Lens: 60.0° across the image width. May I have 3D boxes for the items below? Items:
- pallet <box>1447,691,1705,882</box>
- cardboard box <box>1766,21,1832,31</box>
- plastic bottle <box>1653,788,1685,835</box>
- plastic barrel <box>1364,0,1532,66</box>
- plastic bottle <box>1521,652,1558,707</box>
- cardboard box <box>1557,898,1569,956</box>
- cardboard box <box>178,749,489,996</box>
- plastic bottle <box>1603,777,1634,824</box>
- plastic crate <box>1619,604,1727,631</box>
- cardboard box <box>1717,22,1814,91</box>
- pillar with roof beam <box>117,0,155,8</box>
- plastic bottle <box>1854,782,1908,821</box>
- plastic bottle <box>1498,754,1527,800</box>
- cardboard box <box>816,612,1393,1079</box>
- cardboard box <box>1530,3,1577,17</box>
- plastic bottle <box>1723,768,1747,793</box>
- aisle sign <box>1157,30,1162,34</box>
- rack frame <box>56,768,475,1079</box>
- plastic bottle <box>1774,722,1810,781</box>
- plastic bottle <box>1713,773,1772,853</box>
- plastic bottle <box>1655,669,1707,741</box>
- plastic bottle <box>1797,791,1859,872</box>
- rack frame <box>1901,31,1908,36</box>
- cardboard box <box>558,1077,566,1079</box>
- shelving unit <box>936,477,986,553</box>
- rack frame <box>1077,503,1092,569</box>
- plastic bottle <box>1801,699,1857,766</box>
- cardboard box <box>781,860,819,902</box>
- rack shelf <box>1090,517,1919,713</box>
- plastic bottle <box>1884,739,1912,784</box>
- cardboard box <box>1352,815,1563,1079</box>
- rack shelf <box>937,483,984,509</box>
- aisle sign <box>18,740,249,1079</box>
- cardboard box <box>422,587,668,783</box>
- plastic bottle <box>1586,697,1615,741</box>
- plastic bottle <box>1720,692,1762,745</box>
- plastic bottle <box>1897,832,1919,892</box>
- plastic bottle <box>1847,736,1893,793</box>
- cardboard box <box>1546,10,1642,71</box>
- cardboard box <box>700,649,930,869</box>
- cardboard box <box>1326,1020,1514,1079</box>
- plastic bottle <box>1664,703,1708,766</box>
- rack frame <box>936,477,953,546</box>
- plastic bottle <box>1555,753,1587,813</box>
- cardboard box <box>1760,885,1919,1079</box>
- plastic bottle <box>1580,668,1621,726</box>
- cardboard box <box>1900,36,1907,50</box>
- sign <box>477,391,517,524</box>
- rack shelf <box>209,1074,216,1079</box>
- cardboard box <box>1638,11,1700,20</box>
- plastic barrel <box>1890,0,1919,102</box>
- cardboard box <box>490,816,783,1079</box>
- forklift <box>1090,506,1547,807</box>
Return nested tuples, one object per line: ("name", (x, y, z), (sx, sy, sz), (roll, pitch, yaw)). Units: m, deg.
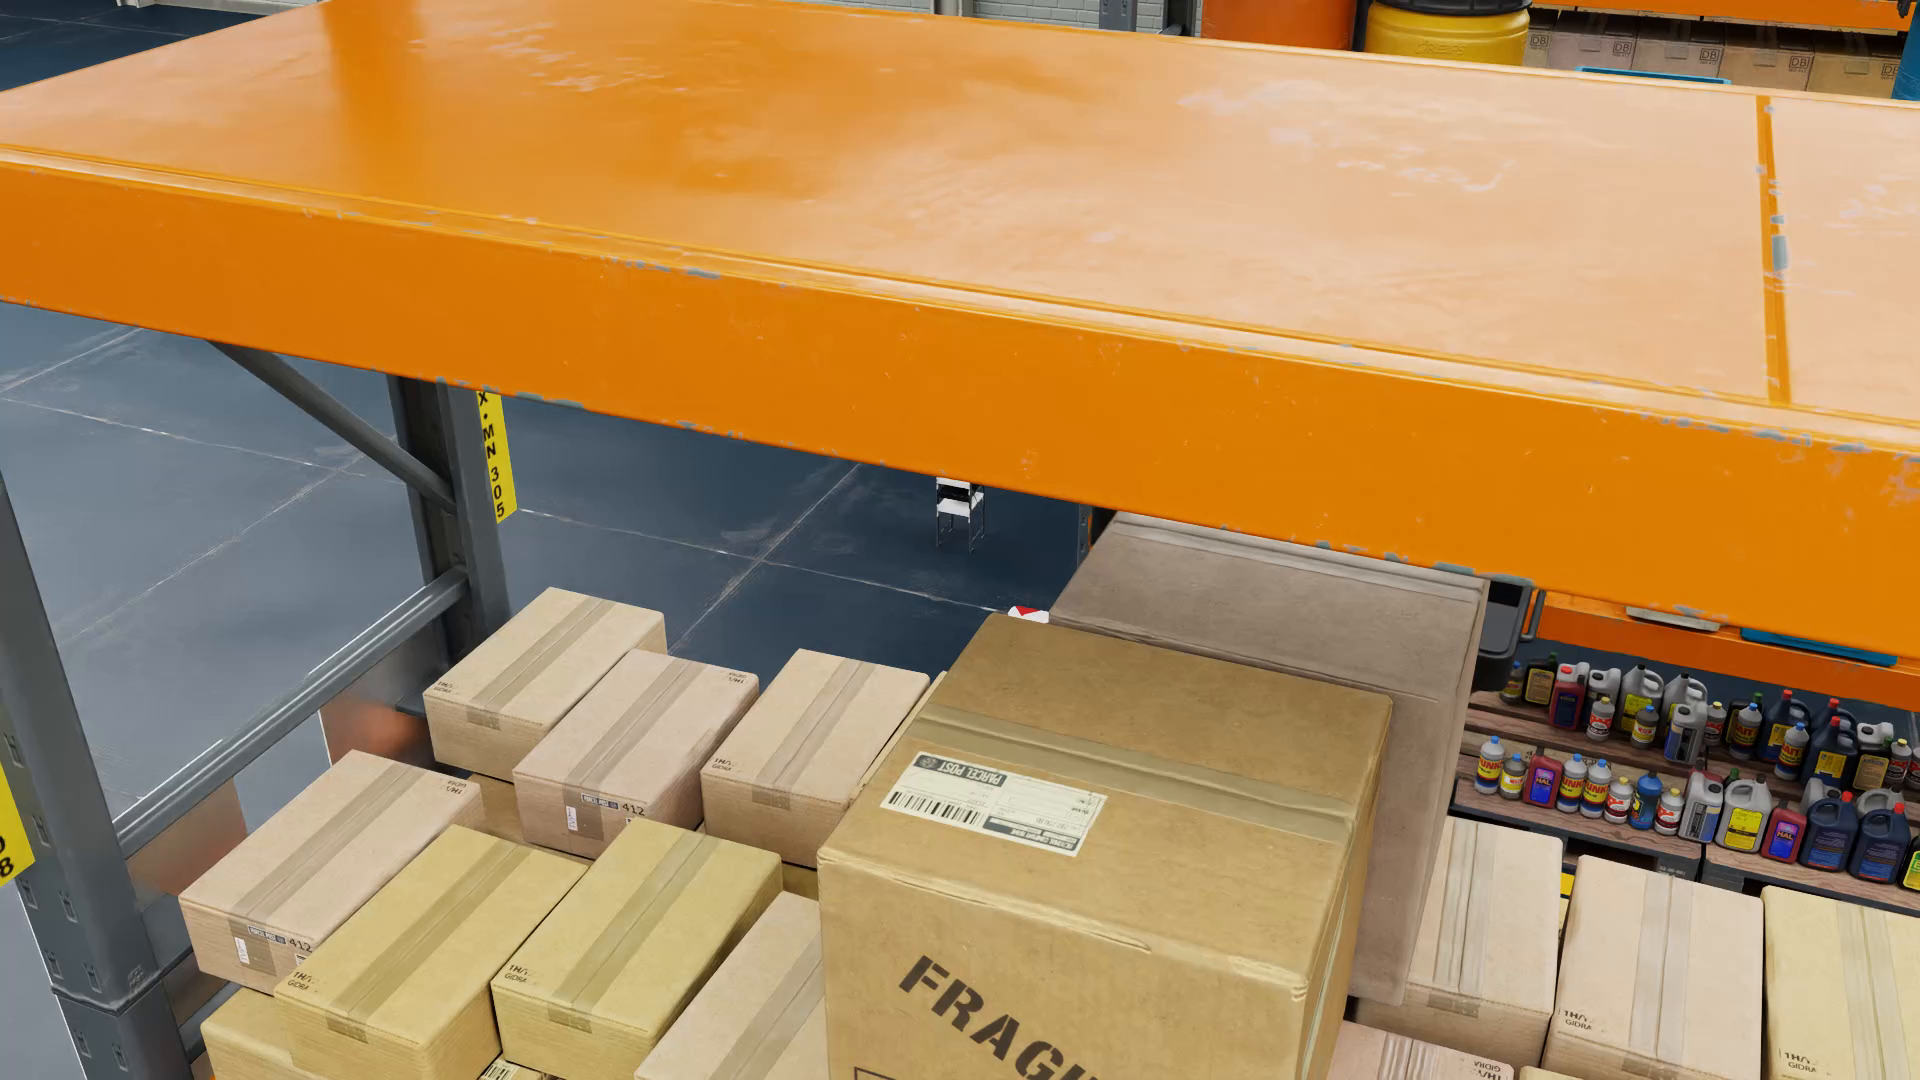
("pallet", (2.730, 1.089, 7.608), (1.213, 0.211, 1.003), (11, 31, 19))
("cardboard box", (7.177, -4.580, 14.174), (0.500, 0.500, 0.500), (11, 31, 19))
("plastic bottle", (3.020, 1.146, 7.071), (0.097, 0.201, 0.097), (0, 29, 0))
("plastic barrel", (1.869, -1.914, 6.421), (0.600, 0.588, 0.600), (0, 29, 0))
("plastic bottle", (2.747, 0.648, 7.869), (0.133, 0.283, 0.061), (12, 32, 20))
("cardboard box", (0.848, 0.775, 2.434), (0.500, 0.250, 0.500), (11, 31, 18))
("cardboard box", (-0.929, 0.504, 2.508), (0.250, 0.149, 0.380), (11, 31, 19))
("plastic bottle", (2.830, 1.108, 7.138), (0.097, 0.201, 0.097), (0, 29, 0))
("plastic crate", (2.872, 0.174, 6.663), (0.437, 0.136, 0.530), (11, 31, 19))
("cardboard box", (4.991, -2.888, 10.390), (0.500, 0.500, 0.700), (11, 31, 19))
("pillar with roof beam", (-12.834, -9.257, 16.983), (0.400, 9.000, 9.100), (11, 31, 19))
("plastic bottle", (3.821, 1.152, 6.909), (0.185, 0.351, 0.144), (11, 31, 19))
("plastic bottle", (2.424, 1.027, 7.281), (0.097, 0.201, 0.097), (0, 29, 0))
("cardboard box", (0.177, 0.463, 1.922), (0.500, 0.500, 0.500), (11, 31, 19))
("cardboard box", (5.273, -4.962, 14.851), (0.500, 0.500, 0.500), (11, 31, 19))
("plastic bottle", (3.304, 1.100, 7.069), (0.133, 0.283, 0.061), (11, 31, 19))
("aisle sign", (0.810, -1.777, 7.203), (0.004, 0.787, 0.394), (11, 31, 19))
("rack frame", (-1.097, 1.762, 3.584), (0.127, 3.000, 1.000), (11, 31, 19))
("plastic bottle", (3.700, 0.930, 7.383), (0.097, 0.271, 0.097), (0, 29, 0))
("plastic bottle", (3.289, 1.122, 6.961), (0.185, 0.351, 0.144), (11, 31, 19))
("plastic bottle", (3.311, 0.753, 7.614), (0.185, 0.351, 0.144), (11, 31, 19))
("plastic bottle", (3.589, 1.182, 6.855), (0.185, 0.351, 0.144), (10, 31, 17))
("rack frame", (8.196, -4.274, 14.262), (0.127, 3.000, 1.000), (11, 31, 19))
("cardboard box", (-0.268, 0.821, 2.353), (0.500, 0.250, 0.500), (11, 31, 18))
("shelving unit", (0.008, -0.390, 9.526), (0.210, 0.900, 0.258), (11, 31, 19))
("rack frame", (0.765, -0.496, 7.580), (0.127, 3.000, 1.000), (11, 31, 19))
("plastic bottle", (3.880, 0.867, 7.413), (0.185, 0.351, 0.144), (12, 32, 20))
("cardboard box", (-0.091, 0.586, 2.769), (0.500, 0.250, 0.500), (11, 31, 19))
("rack shelf", (2.618, 0.187, 7.102), (4.000, 0.370, 1.077), (11, 31, 19))
("plastic bottle", (4.153, 0.974, 7.375), (0.097, 0.201, 0.097), (0, 29, 0))
("cardboard box", (0.717, 0.573, 2.387), (0.250, 0.149, 0.380), (10, 31, 17))
("rack shelf", (0.008, -0.283, 9.587), (0.200, 0.077, 0.258), (11, 31, 19))
("aisle sign", (-1.267, 0.756, 2.723), (0.004, 0.787, 0.394), (11, 31, 19))
("cardboard box", (-0.723, 0.257, 2.946), (0.250, 0.149, 0.380), (11, 31, 19))
("plastic bottle", (2.954, 0.815, 7.656), (0.097, 0.201, 0.097), (0, 29, 0))
("plastic bottle", (3.567, 0.812, 7.579), (0.133, 0.283, 0.061), (13, 32, 21))
("plastic bottle", (3.902, 1.296, 6.722), (0.133, 0.283, 0.061), (13, 32, 22))
("plastic bottle", (3.992, 0.977, 7.286), (0.133, 0.283, 0.061), (11, 31, 19))
("cardboard box", (4.064, -3.073, 10.718), (0.500, 0.500, 0.700), (11, 31, 19))
("cardboard box", (-0.231, 0.359, 2.765), (0.250, 0.149, 0.380), (10, 31, 17))
("cardboard box", (0.512, 0.785, 2.011), (0.250, 0.149, 0.380), (11, 31, 19))
("plastic bottle", (3.278, 0.858, 7.505), (0.135, 0.276, 0.152), (11, 31, 19))
("rack frame", (-0.087, -0.409, 9.559), (0.006, 0.900, 0.240), (11, 31, 19))
("plastic bottle", (2.645, 1.041, 7.186), (0.097, 0.271, 0.097), (0, 29, 0))
("cardboard box", (1.201, 0.663, 2.227), (0.250, 0.149, 0.380), (11, 31, 18))
("plastic bottle", (2.983, 0.723, 7.744), (0.135, 0.276, 0.152), (10, 31, 18))
("cardboard box", (5.924, -2.702, 10.061), (0.500, 0.500, 0.700), (11, 31, 19))
("sign", (-0.870, -0.179, 3.069), (0.005, 0.325, 0.100), (11, 31, 19))
("rack shelf", (0.756, 1.139, 2.369), (4.000, 0.370, 1.077), (11, 31, 19))
("cardboard box", (6.233, -4.774, 14.517), (0.500, 0.500, 0.500), (12, 32, 21))
("plastic barrel", (3.589, -1.696, 5.718), (0.708, 0.901, 0.600), (11, 31, 19))
("cardboard box", (-0.445, 0.587, 2.362), (0.250, 0.149, 0.380), (11, 31, 18))
("forklift", (1.175, 0.859, 5.252), (3.031, 2.935, 1.130), (12, 32, 21))
